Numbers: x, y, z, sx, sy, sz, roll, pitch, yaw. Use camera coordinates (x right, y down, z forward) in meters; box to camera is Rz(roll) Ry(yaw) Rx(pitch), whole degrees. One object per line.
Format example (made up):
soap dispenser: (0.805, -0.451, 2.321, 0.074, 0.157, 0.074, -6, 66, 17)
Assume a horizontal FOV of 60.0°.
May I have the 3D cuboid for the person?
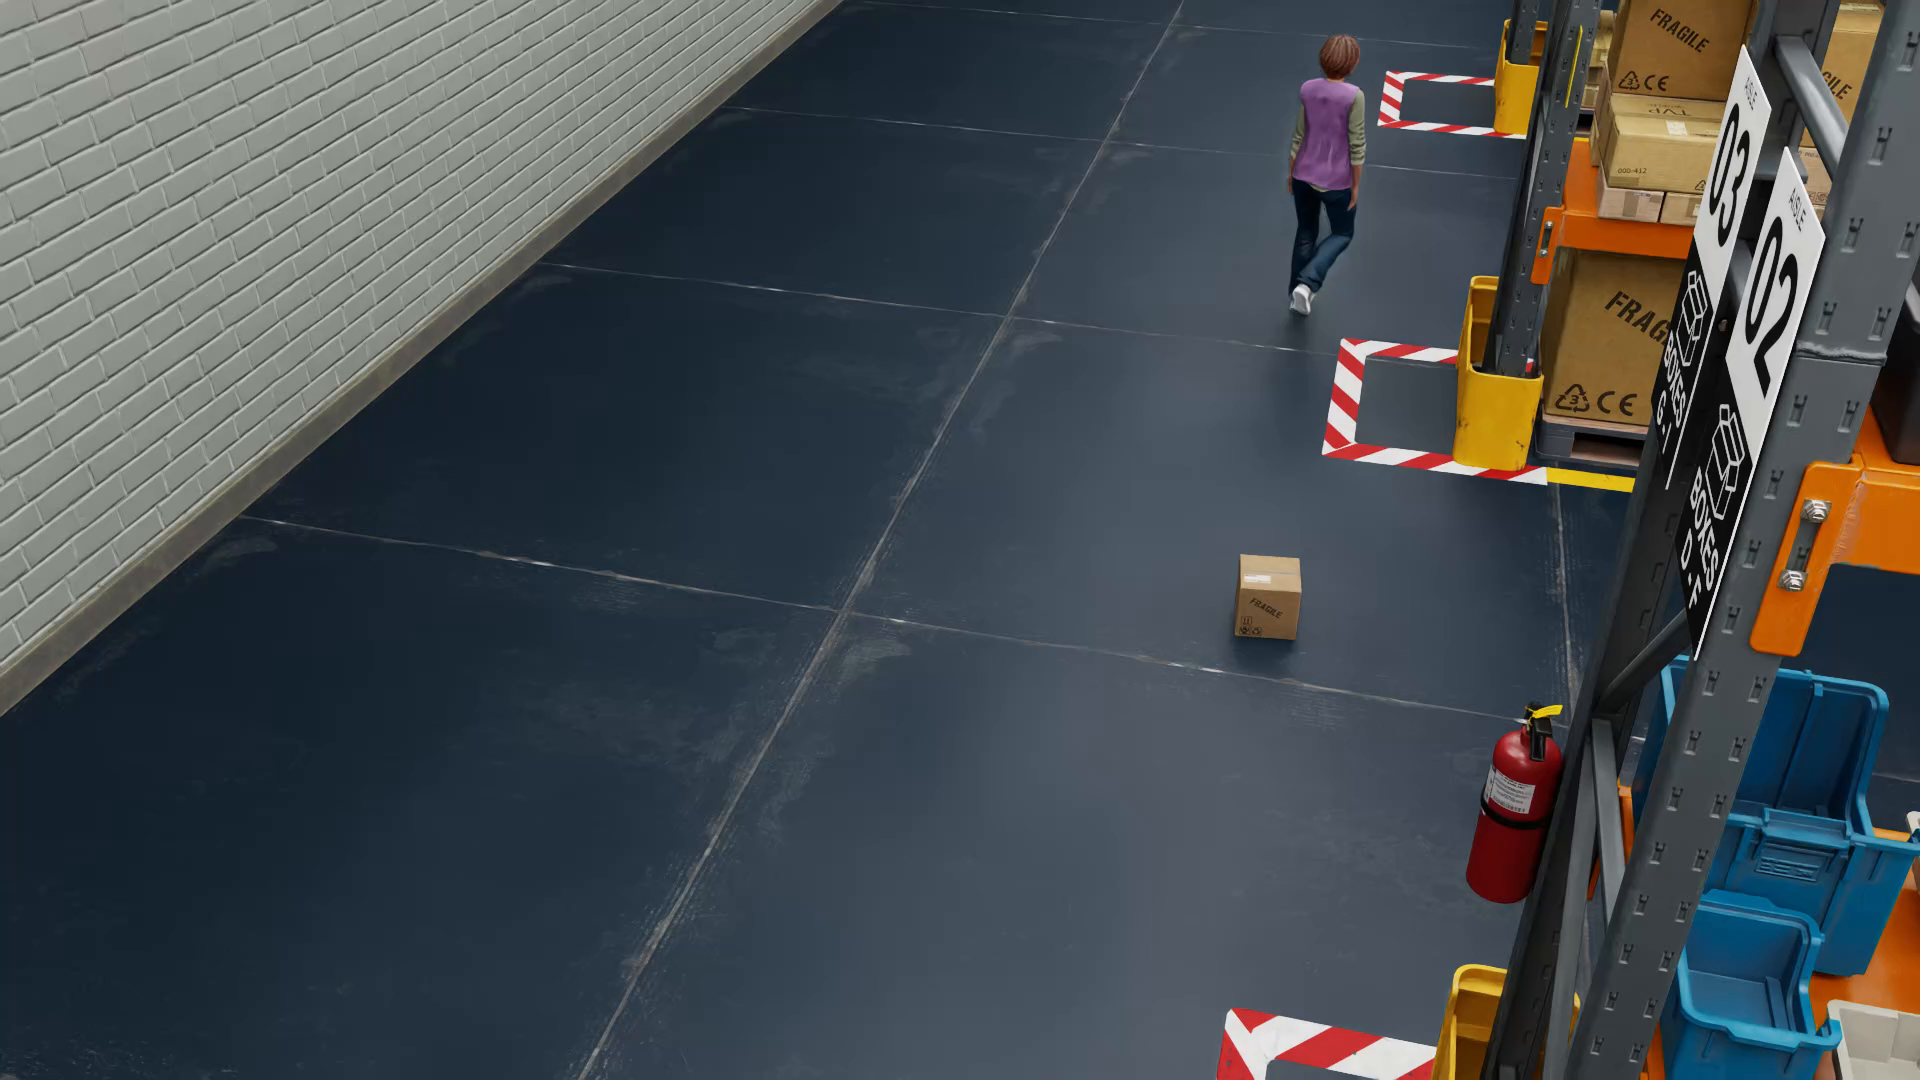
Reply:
person: (1.966, -1.945, 9.082, 0.458, 1.587, 0.582, 22, 39, 29)
